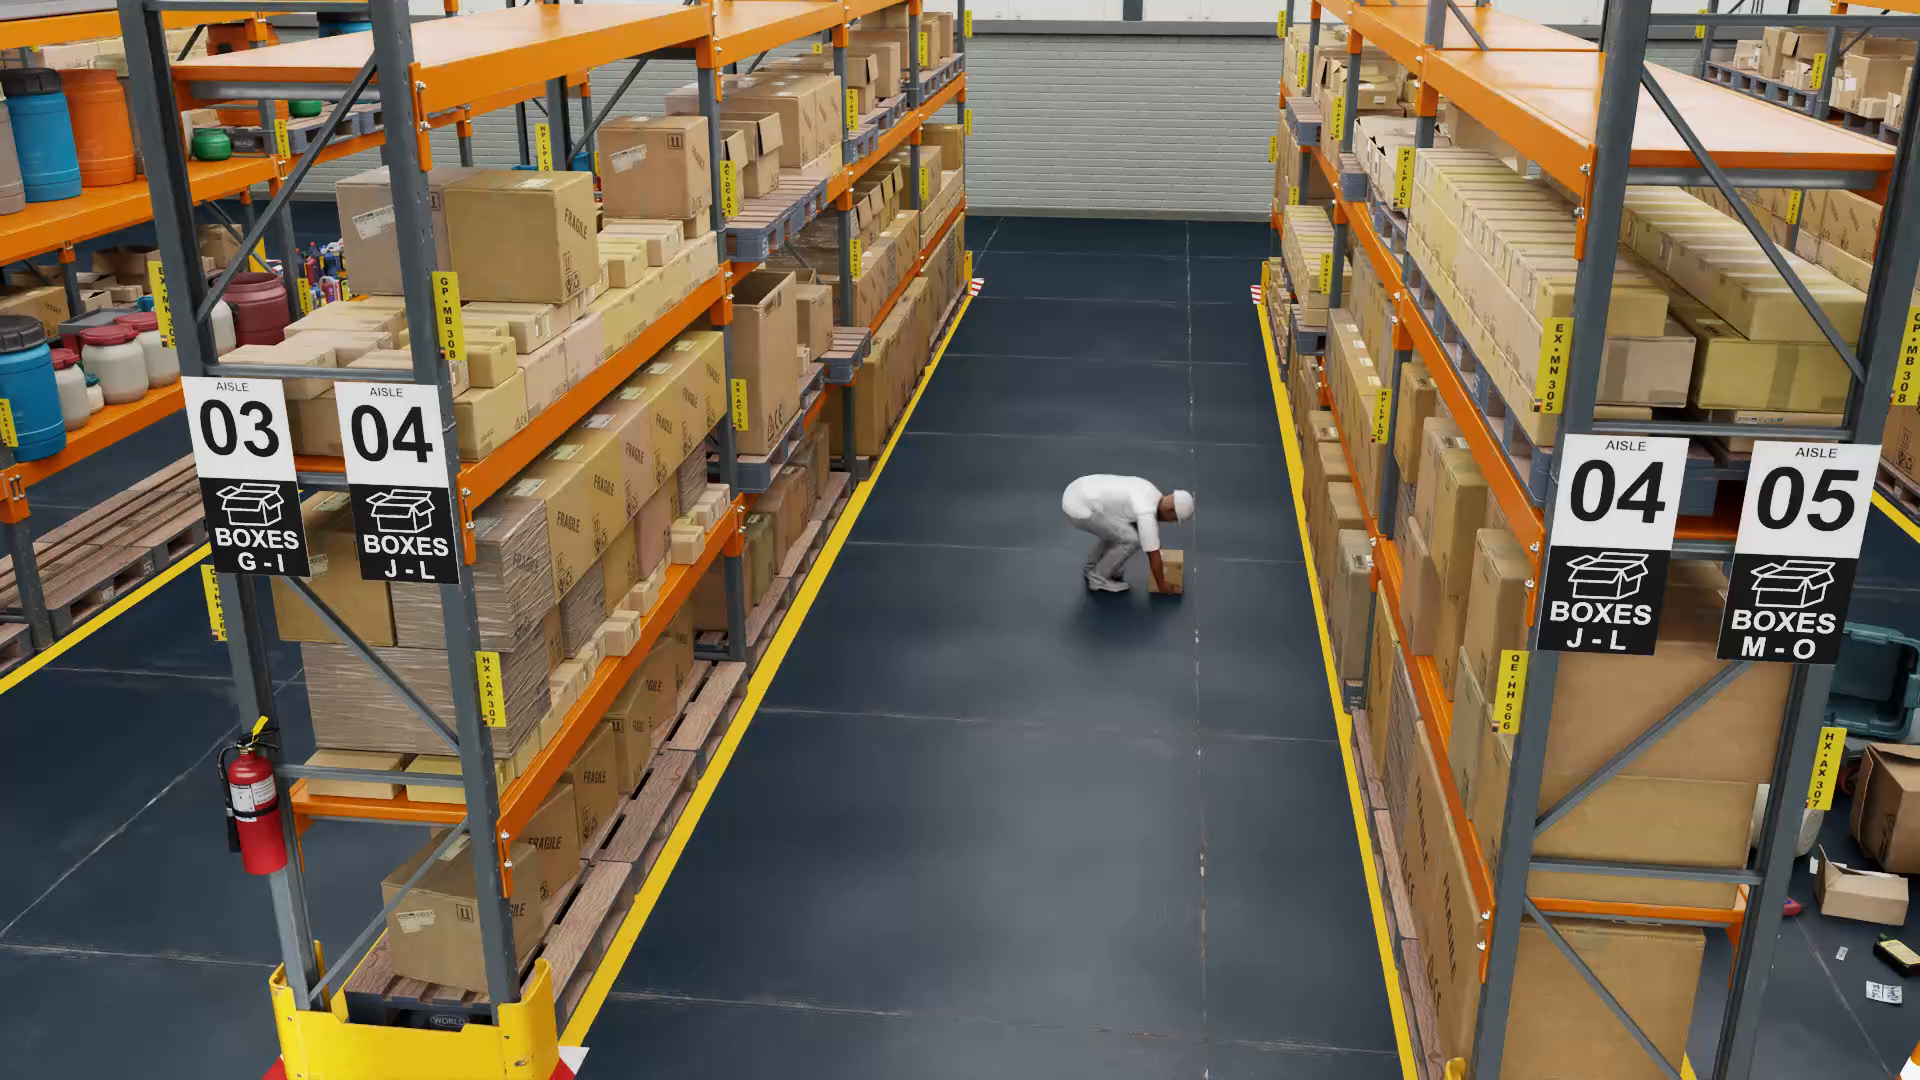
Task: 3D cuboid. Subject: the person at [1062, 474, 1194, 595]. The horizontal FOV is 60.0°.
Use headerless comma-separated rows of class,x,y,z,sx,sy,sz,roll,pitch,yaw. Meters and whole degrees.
person,1.251,-0.059,12.493,0.980,0.874,0.507,2,21,4
